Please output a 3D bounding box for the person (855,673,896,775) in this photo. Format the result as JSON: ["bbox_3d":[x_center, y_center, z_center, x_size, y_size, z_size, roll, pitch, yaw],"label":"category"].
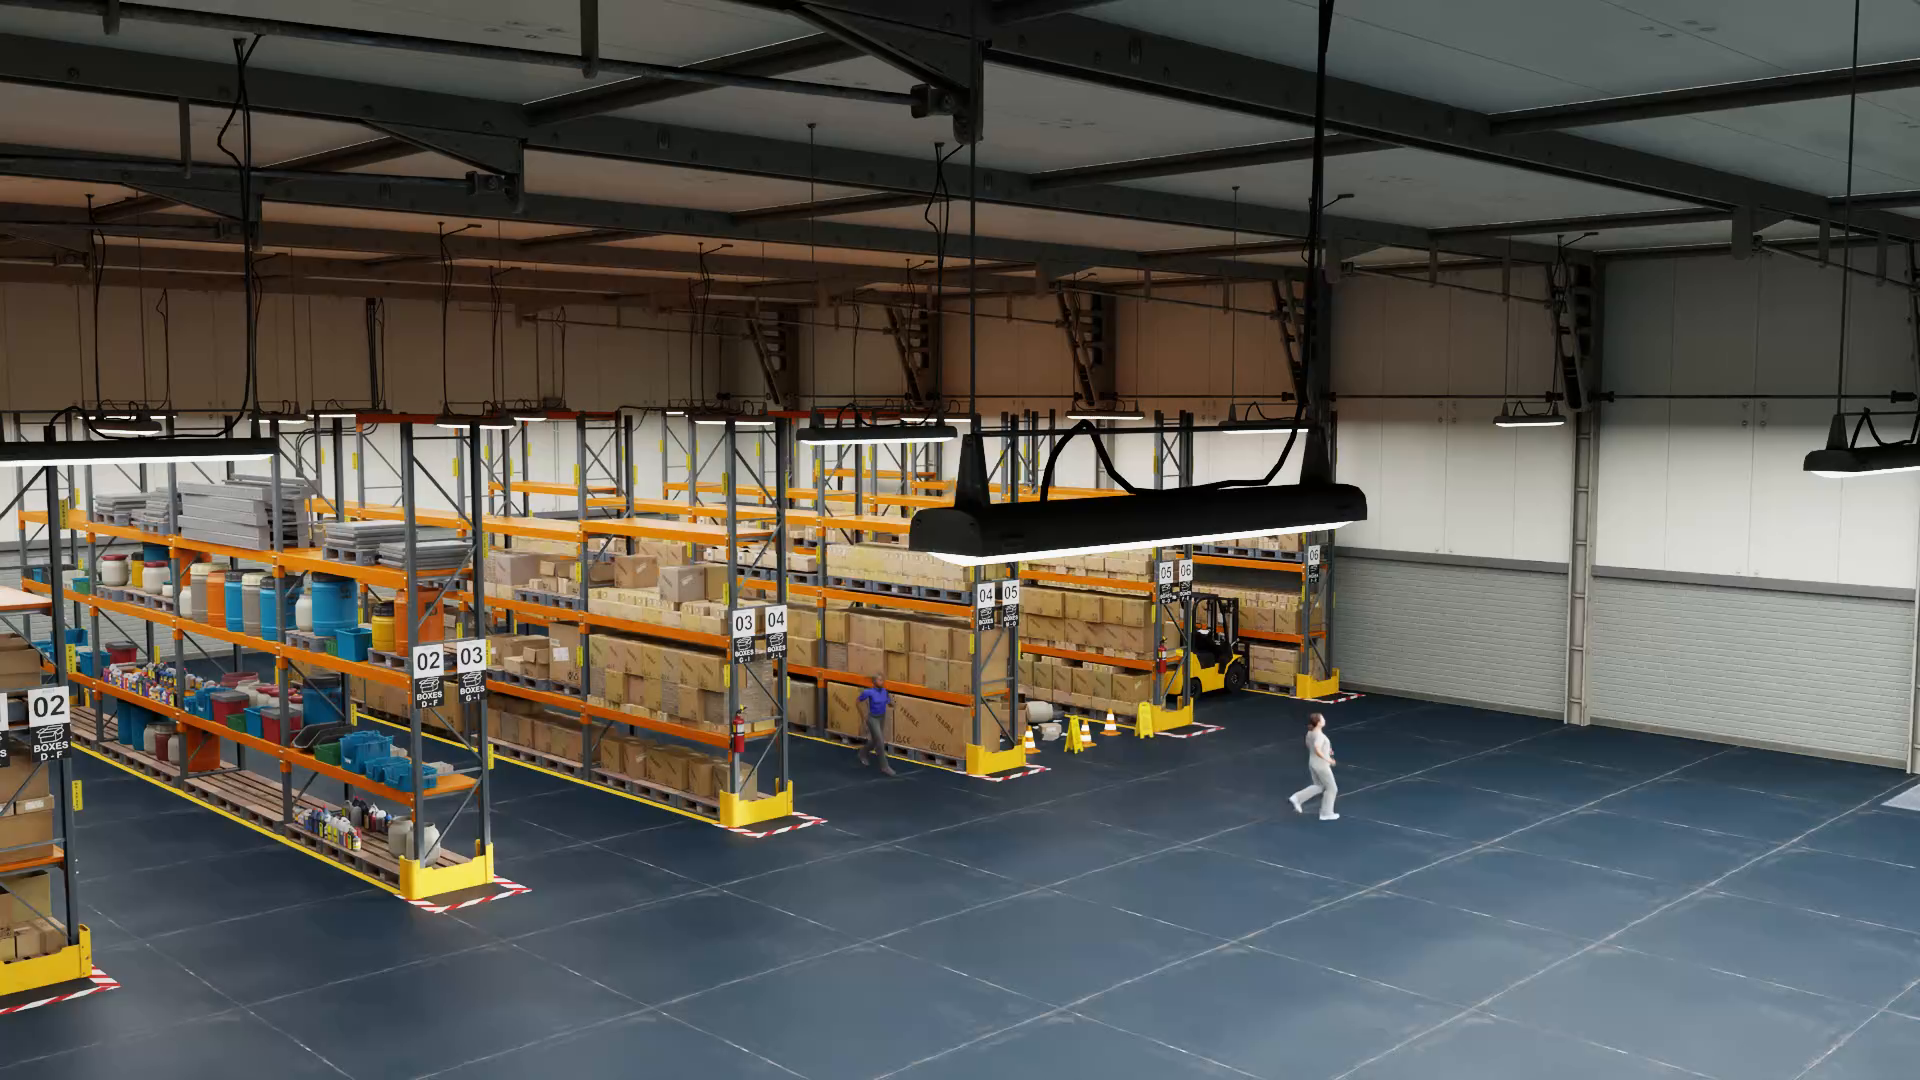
[{"bbox_3d":[-1.420,3.056,27.925,0.933,1.661,0.567,4,7,41],"label":"person"}]

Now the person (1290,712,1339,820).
[{"bbox_3d":[5.305,3.367,24.744,0.753,1.628,0.571,-1,5,-11],"label":"person"}]

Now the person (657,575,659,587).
[{"bbox_3d":[-8.037,1.680,44.083,0.762,1.690,0.599,-2,5,-19],"label":"person"}]
